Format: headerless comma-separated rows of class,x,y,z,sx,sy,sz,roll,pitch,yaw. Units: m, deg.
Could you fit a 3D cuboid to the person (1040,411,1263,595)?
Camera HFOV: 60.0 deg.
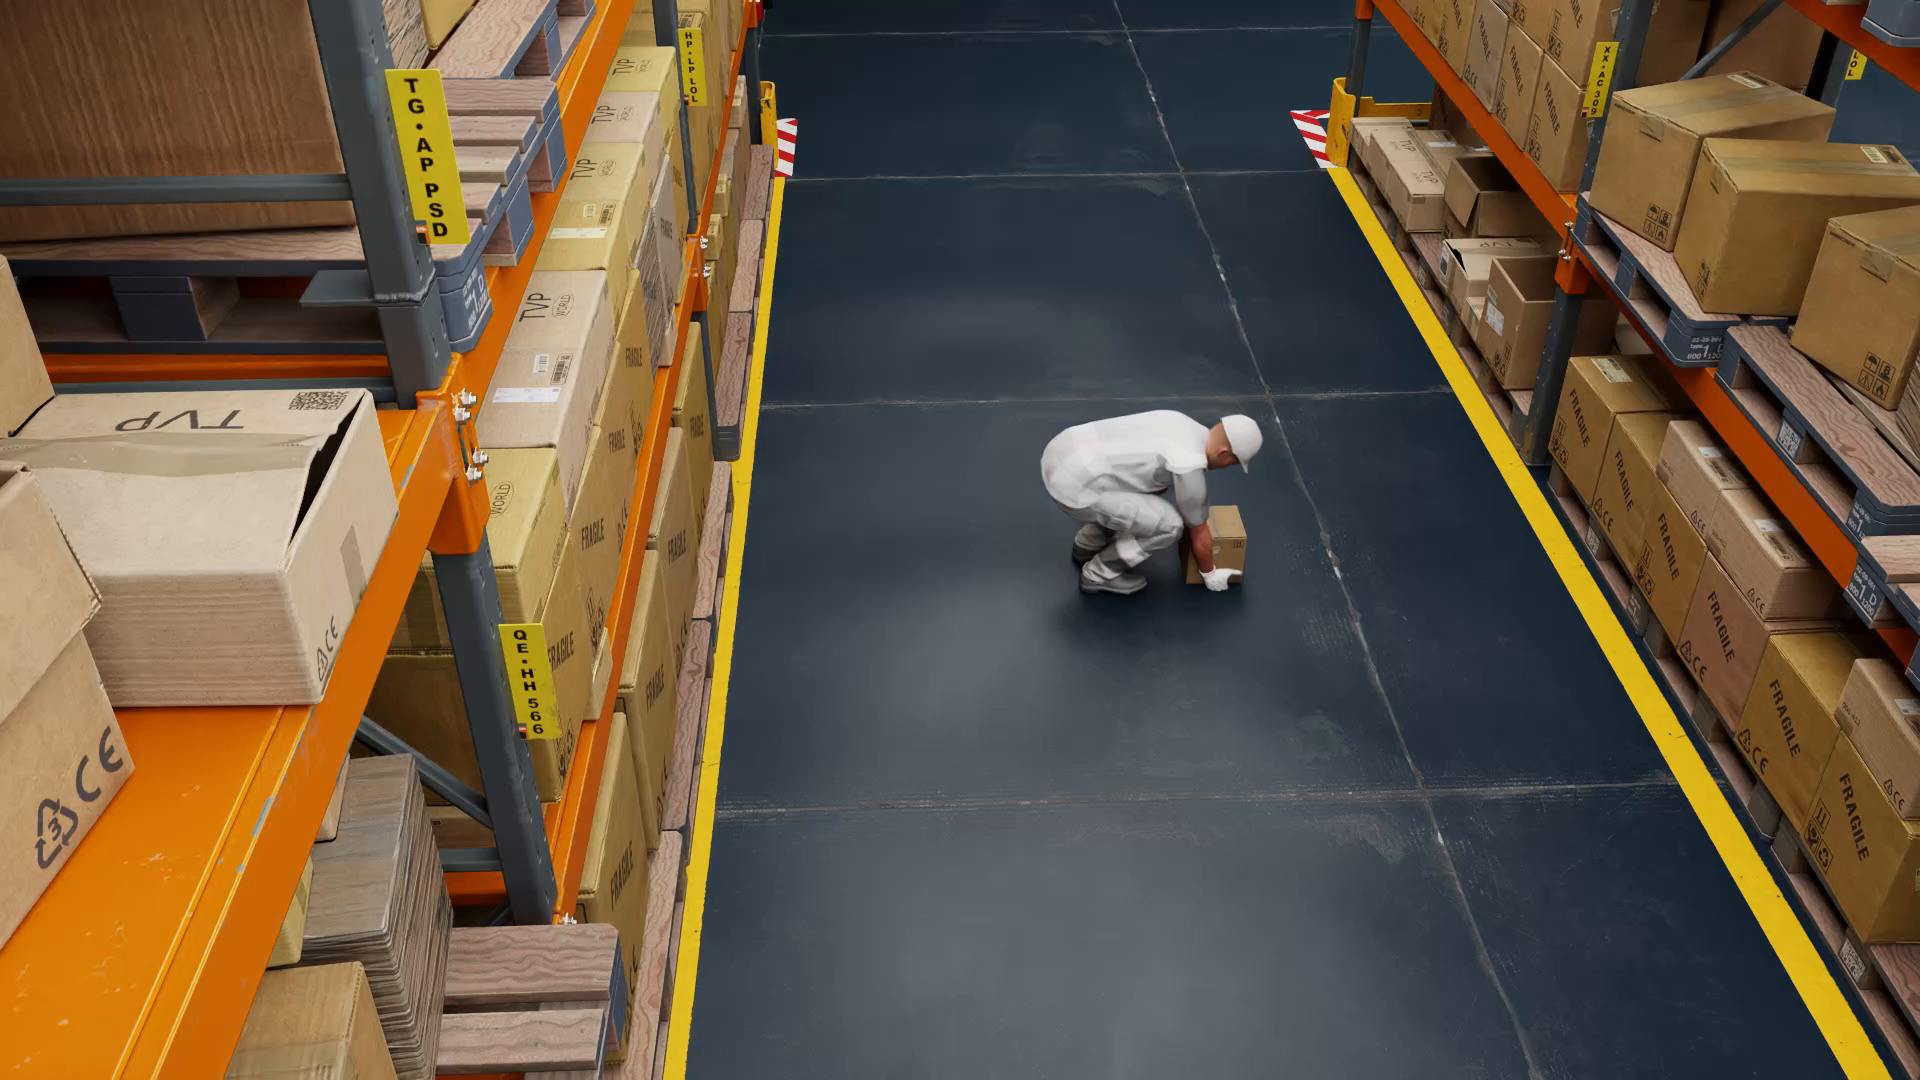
person,0.827,-0.174,7.282,0.958,0.799,0.524,-2,35,-3
